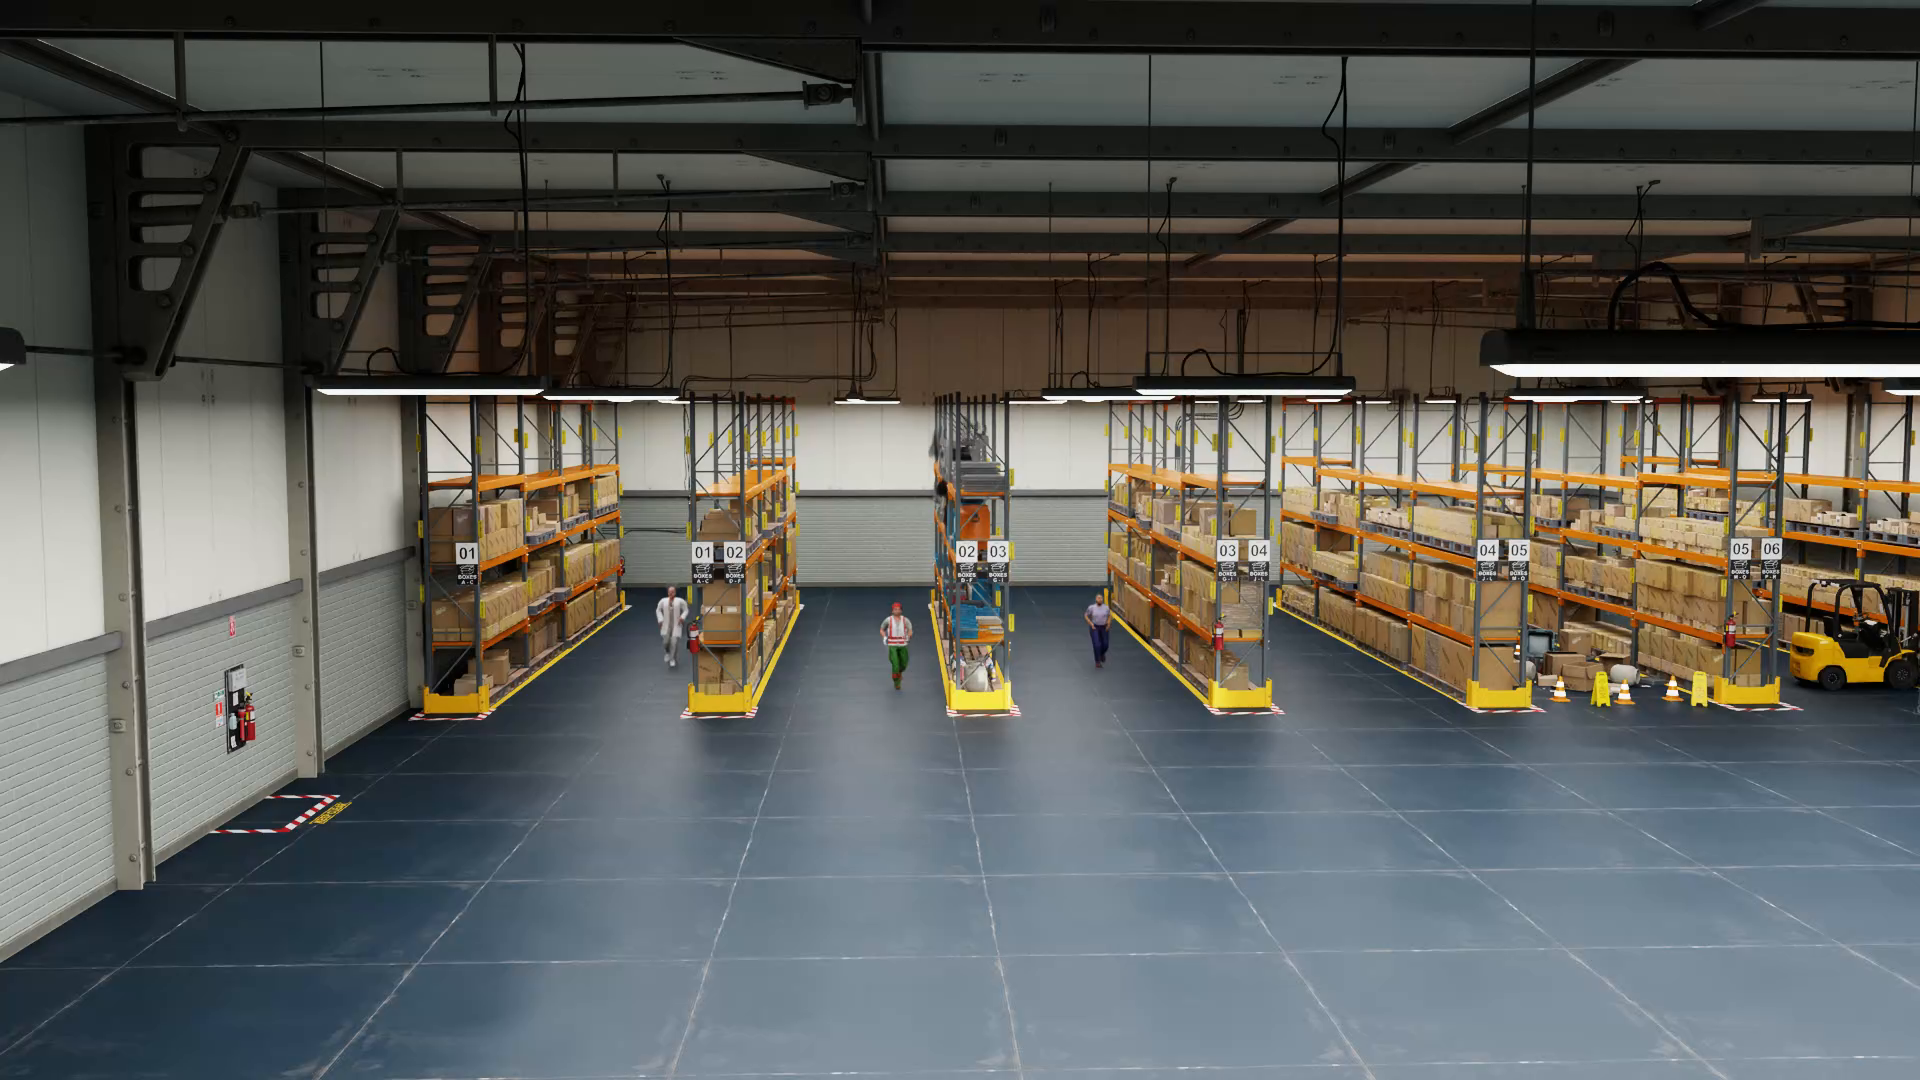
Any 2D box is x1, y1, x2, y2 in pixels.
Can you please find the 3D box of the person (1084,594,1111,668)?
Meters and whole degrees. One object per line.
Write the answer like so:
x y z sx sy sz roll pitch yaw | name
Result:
3.049 1.987 36.676 0.613 1.618 0.531 0 5 -6 | person

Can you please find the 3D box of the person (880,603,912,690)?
-1.285 2.143 33.759 0.663 1.748 0.780 -1 5 -11 | person

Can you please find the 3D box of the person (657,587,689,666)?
-6.362 1.908 36.812 0.726 1.747 0.633 0 5 -4 | person
